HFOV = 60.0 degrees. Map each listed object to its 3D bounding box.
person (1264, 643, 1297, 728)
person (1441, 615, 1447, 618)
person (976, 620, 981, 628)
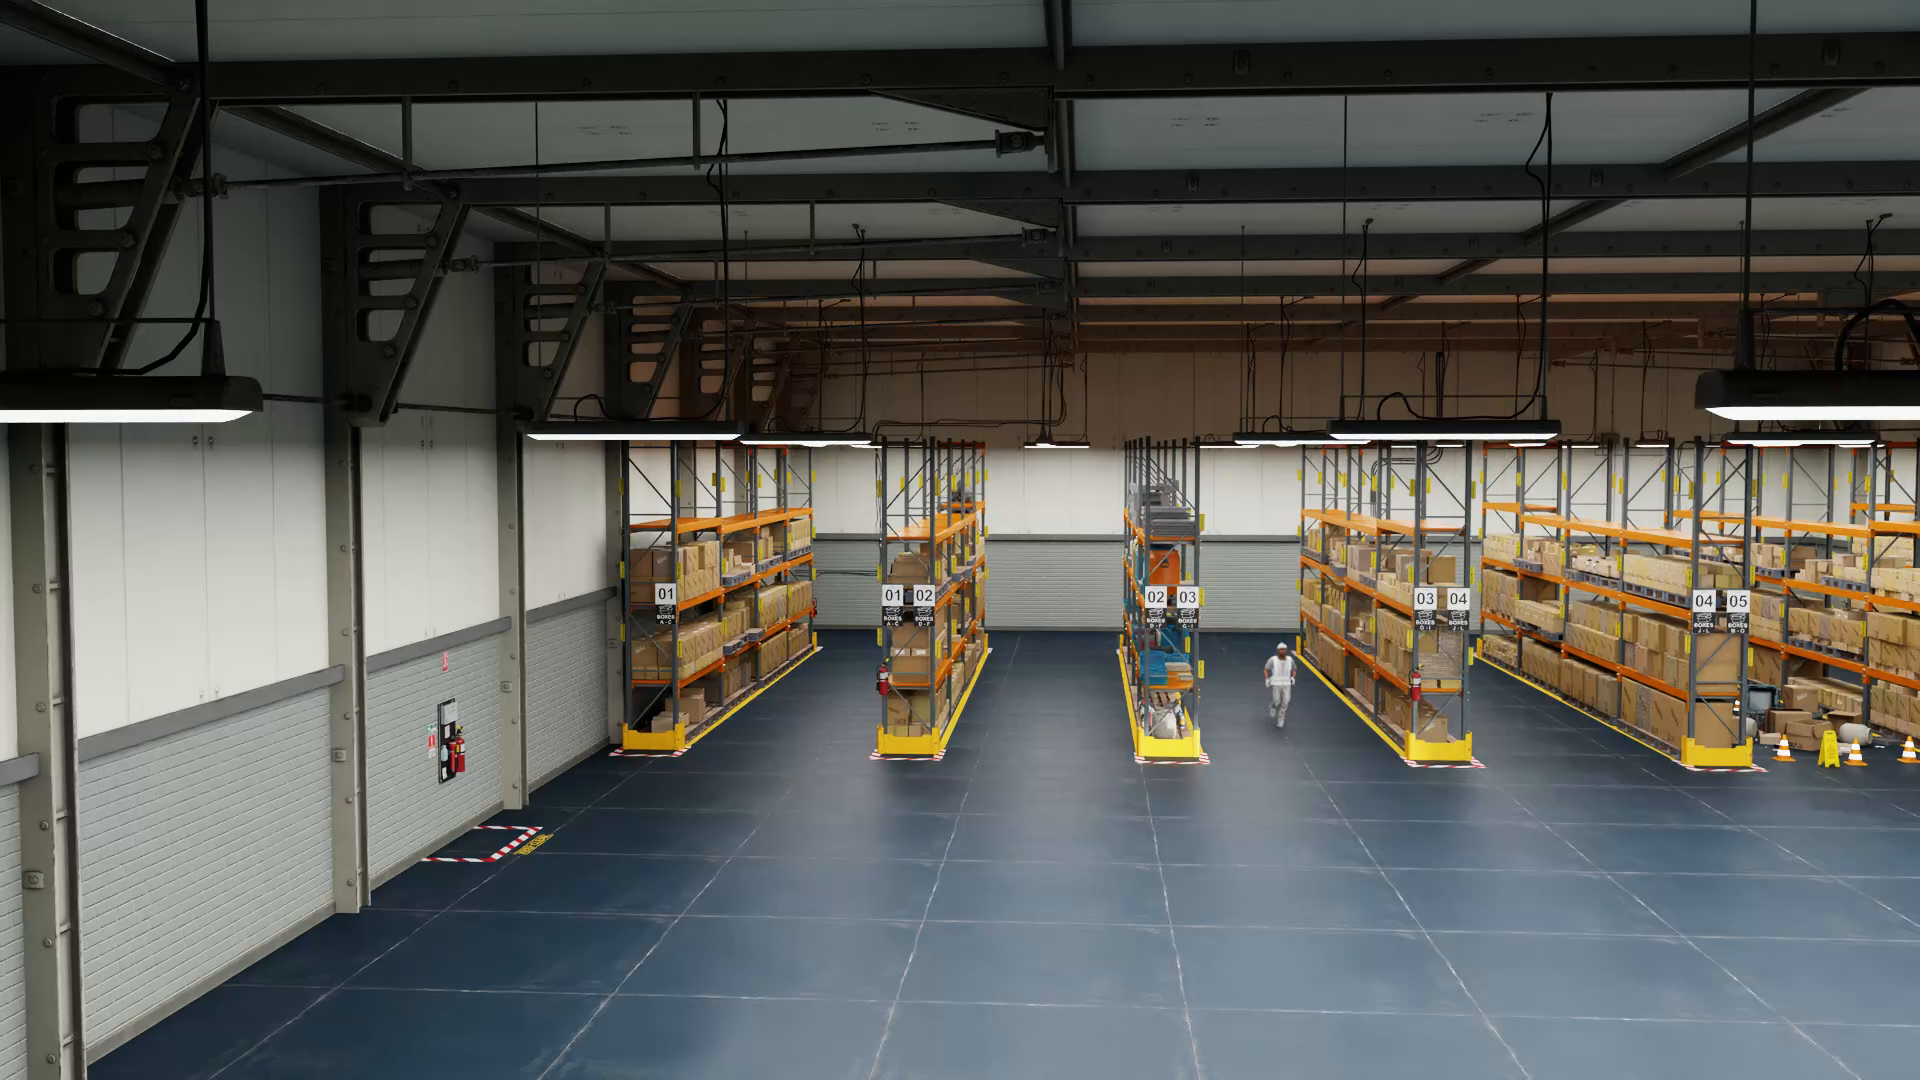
[{"bbox_3d":[6.685,3.012,34.619,0.697,1.735,0.623,0,3,-1],"label":"person"},{"bbox_3d":[13.517,2.395,46.762,0.573,1.657,0.660,-3,4,-41],"label":"person"},{"bbox_3d":[0.381,2.272,48.508,0.548,1.732,0.647,1,3,26],"label":"person"}]
